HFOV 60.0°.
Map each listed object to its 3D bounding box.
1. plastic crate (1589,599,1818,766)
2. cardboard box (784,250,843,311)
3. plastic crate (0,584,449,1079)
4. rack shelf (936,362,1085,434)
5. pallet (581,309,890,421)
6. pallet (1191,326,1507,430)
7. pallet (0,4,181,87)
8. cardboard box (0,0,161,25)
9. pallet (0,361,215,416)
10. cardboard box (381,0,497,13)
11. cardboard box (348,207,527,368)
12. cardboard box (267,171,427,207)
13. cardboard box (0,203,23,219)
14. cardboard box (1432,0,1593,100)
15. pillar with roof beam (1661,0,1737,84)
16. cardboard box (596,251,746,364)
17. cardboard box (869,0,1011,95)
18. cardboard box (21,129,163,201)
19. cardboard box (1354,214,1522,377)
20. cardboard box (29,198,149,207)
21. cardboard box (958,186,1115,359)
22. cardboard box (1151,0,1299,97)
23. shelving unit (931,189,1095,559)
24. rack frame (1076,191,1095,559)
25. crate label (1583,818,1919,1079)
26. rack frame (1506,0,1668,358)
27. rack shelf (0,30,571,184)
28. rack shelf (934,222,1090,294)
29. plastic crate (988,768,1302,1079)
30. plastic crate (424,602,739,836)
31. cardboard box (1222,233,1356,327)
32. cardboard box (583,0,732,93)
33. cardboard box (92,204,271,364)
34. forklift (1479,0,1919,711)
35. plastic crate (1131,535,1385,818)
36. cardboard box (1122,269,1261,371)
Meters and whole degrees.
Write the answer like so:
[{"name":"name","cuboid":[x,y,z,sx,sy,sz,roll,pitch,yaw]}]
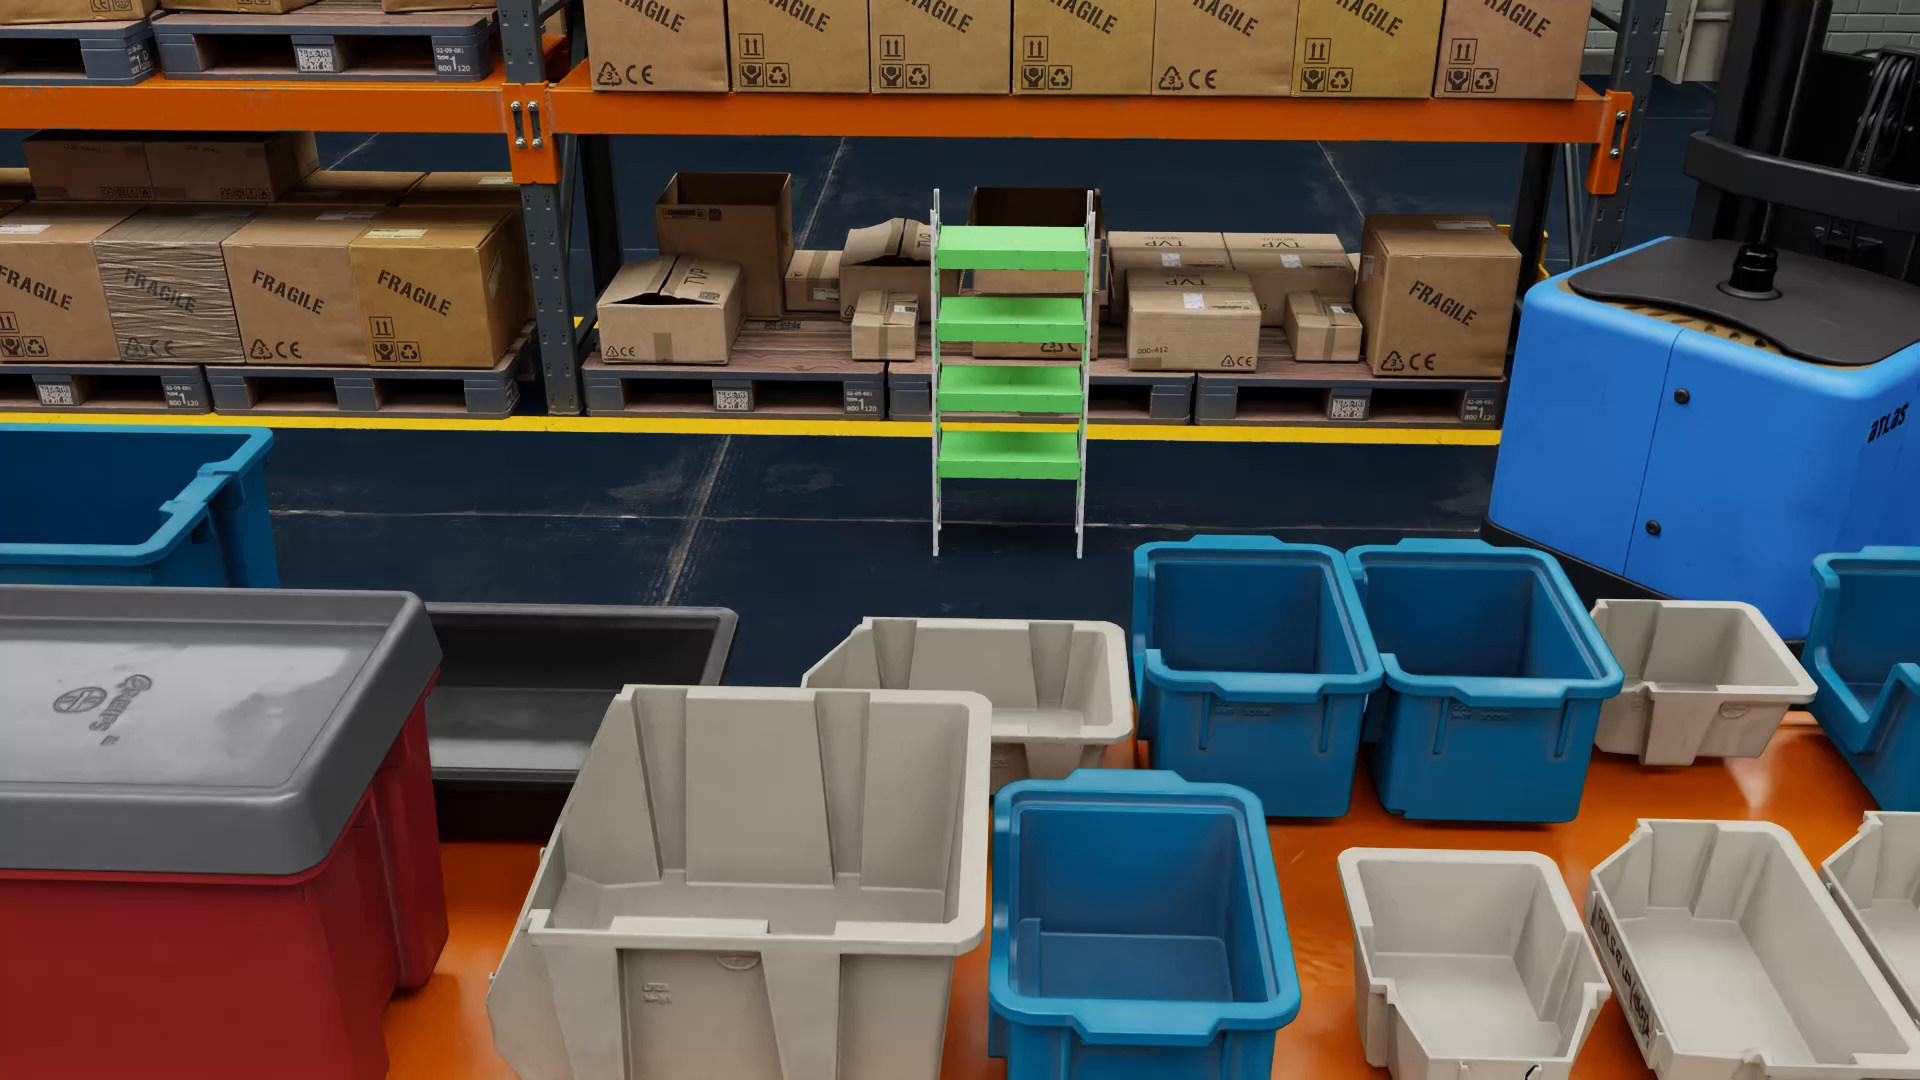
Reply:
[{"name":"plastic crate","cuboid":[1.013,0.207,2.374,0.298,0.136,0.250,1,28,2]},{"name":"cardboard box","cuboid":[-0.619,-1.134,7.261,0.250,0.149,0.380,1,28,2]},{"name":"plastic crate","cuboid":[-0.870,0.342,1.770,0.583,0.464,0.402,1,28,2]},{"name":"rack shelf","cuboid":[0.165,-0.471,5.494,0.480,0.148,0.258,1,28,2]},{"name":"pallet","cuboid":[-0.889,-0.810,7.053,1.213,0.211,1.003,1,28,2]},{"name":"pallet","cuboid":[1.550,-0.770,6.977,1.213,0.211,1.003,1,28,2]},{"name":"pallet","cuboid":[-3.629,-2.005,6.535,1.213,0.211,1.003,1,28,2]},{"name":"cardboard box","cuboid":[-3.343,-2.284,6.301,0.500,0.500,0.700,-6,29,-11]},{"name":"pallet","cuboid":[-3.612,-0.837,7.103,1.213,0.211,1.003,1,28,2]},{"name":"cardboard box","cuboid":[-2.041,-2.396,6.513,0.500,0.500,0.700,-8,29,-15]},{"name":"cardboard box","cuboid":[-2.078,-1.018,6.667,0.500,0.500,0.500,1,28,2]},{"name":"cardboard box","cuboid":[-2.583,-1.270,7.142,0.500,0.500,0.500,1,28,3]},{"name":"cardboard box","cuboid":[-4.103,-1.052,6.731,0.500,0.500,0.500,1,28,1]},{"name":"cardboard box","cuboid":[1.965,-1.912,6.048,0.500,0.500,0.500,2,28,3]},{"name":"pillar with roof beam","cuboid":[5.171,-5.303,6.145,0.400,9.000,9.100,1,28,2]},{"name":"cardboard box","cuboid":[-1.163,-0.952,6.745,0.500,0.311,0.500,1,28,2]},{"name":"cardboard box","cuboid":[-0.064,-1.946,6.112,0.500,0.500,0.500,1,28,2]},{"name":"cardboard box","cuboid":[-3.551,-1.622,7.006,0.500,0.250,0.500,0,28,1]},{"name":"cardboard box","cuboid":[1.870,-0.972,6.579,0.500,0.500,0.500,1,28,2]},{"name":"cardboard box","cuboid":[-3.588,-1.290,7.180,0.500,0.500,0.500,0,28,0]},{"name":"cardboard box","cuboid":[0.303,-1.117,6.850,0.637,0.503,0.797,1,28,2]},{"name":"cardboard box","cuboid":[0.948,-1.930,6.081,0.500,0.500,0.500,1,28,2]},{"name":"shelving unit","cuboid":[0.165,-0.527,5.464,0.503,1.200,0.258,1,28,2]},{"name":"rack frame","cuboid":[0.409,-0.523,5.456,0.015,1.200,0.240,1,28,2]},{"name":"crate label","cuboid":[0.854,0.487,1.846,0.243,0.136,0.396,1,28,2]},{"name":"rack frame","cuboid":[2.423,-1.988,6.298,0.127,3.000,1.000,1,28,2]},{"name":"rack shelf","cuboid":[-3.574,-1.769,6.653,4.000,0.370,1.077,1,28,2]},{"name":"rack shelf","cuboid":[0.165,-0.895,5.269,0.480,0.148,0.258,1,28,2]},{"name":"plastic crate","cuboid":[0.183,0.464,1.787,0.300,0.233,0.416,1,28,2]},{"name":"plastic crate","cuboid":[-0.625,0.252,2.301,0.590,0.125,0.437,1,28,2]},{"name":"cardboard box","cuboid":[1.389,-1.118,7.122,0.500,0.250,0.500,1,28,2]},{"name":"cardboard box","cuboid":[-1.075,-1.962,6.142,0.500,0.500,0.500,2,28,3]},{"name":"cardboard box","cuboid":[-3.073,-1.039,6.706,0.500,0.500,0.500,1,28,2]},{"name":"forklift","cuboid":[3.101,-1.360,5.186,3.031,2.935,1.130,-21,35,-34]},{"name":"plastic crate","cuboid":[0.393,0.193,2.298,0.300,0.233,0.416,1,28,2]},{"name":"cardboard box","cuboid":[0.922,-0.891,6.694,0.500,0.250,0.500,1,28,2]}]
